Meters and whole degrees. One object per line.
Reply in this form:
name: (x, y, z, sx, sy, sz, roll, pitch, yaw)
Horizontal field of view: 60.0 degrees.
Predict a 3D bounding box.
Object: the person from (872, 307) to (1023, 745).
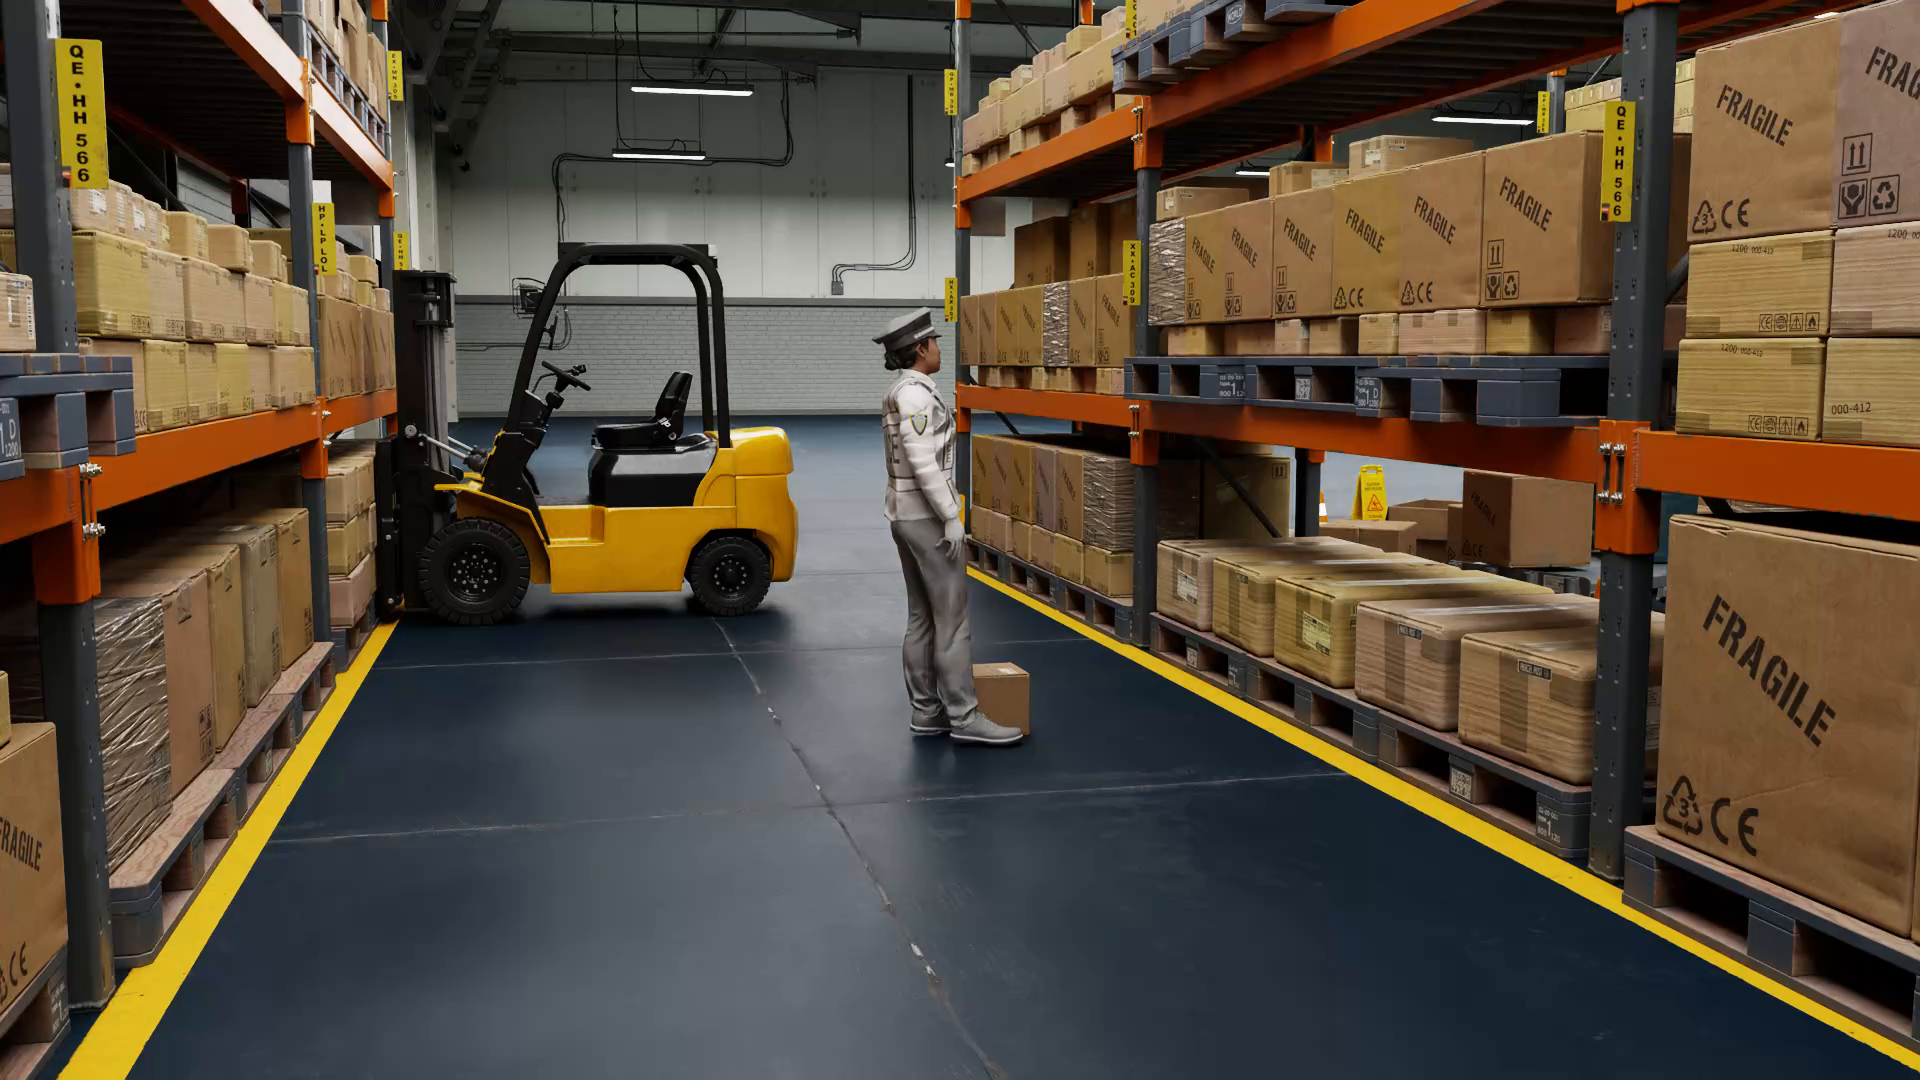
person: (-0.069, -0.070, 6.585, 0.533, 1.697, 0.588, -2, 6, -14)
